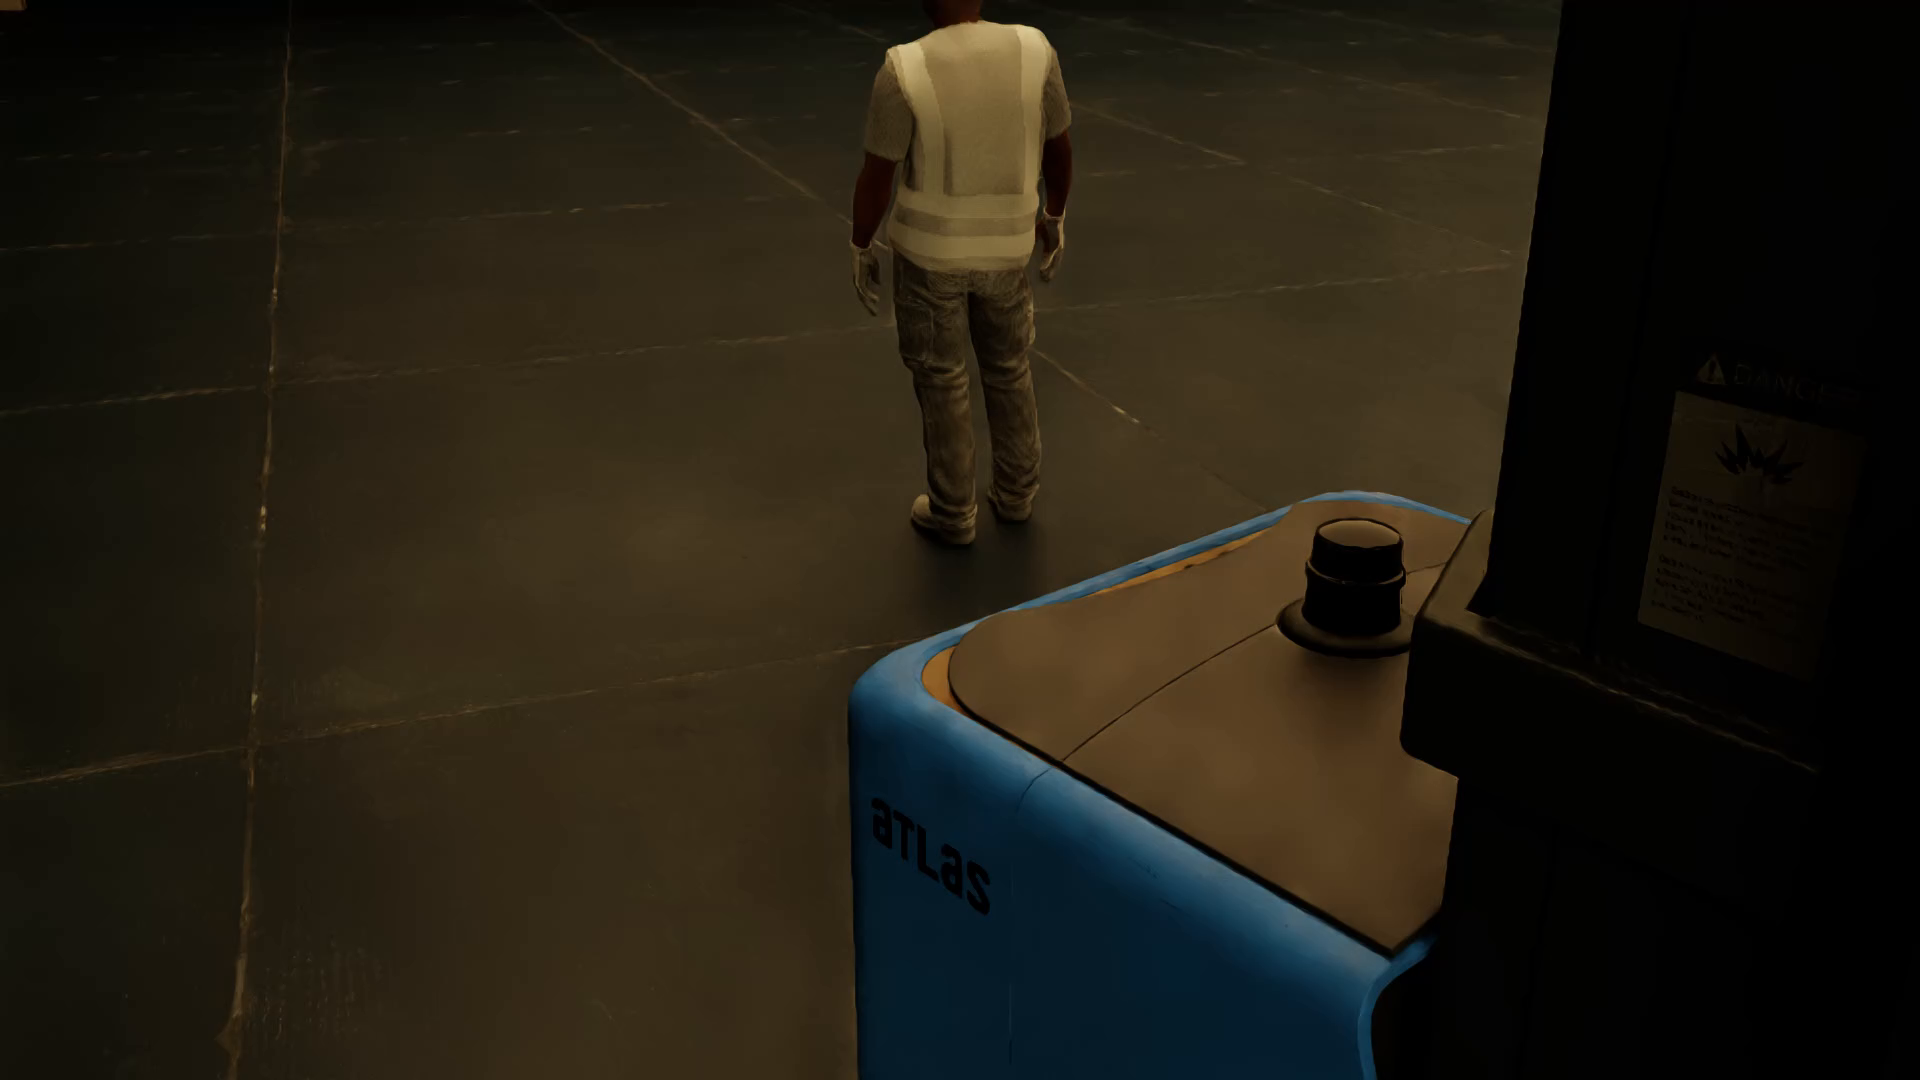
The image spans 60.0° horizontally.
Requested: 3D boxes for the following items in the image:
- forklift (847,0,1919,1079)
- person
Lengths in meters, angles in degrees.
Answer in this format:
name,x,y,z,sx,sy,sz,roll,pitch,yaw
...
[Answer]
name,x,y,z,sx,sy,sz,roll,pitch,yaw
forklift,1.184,0.102,1.056,1.130,2.935,3.031,-18,29,-36
person,-0.017,-0.856,4.796,0.655,1.782,0.576,-8,24,-18
